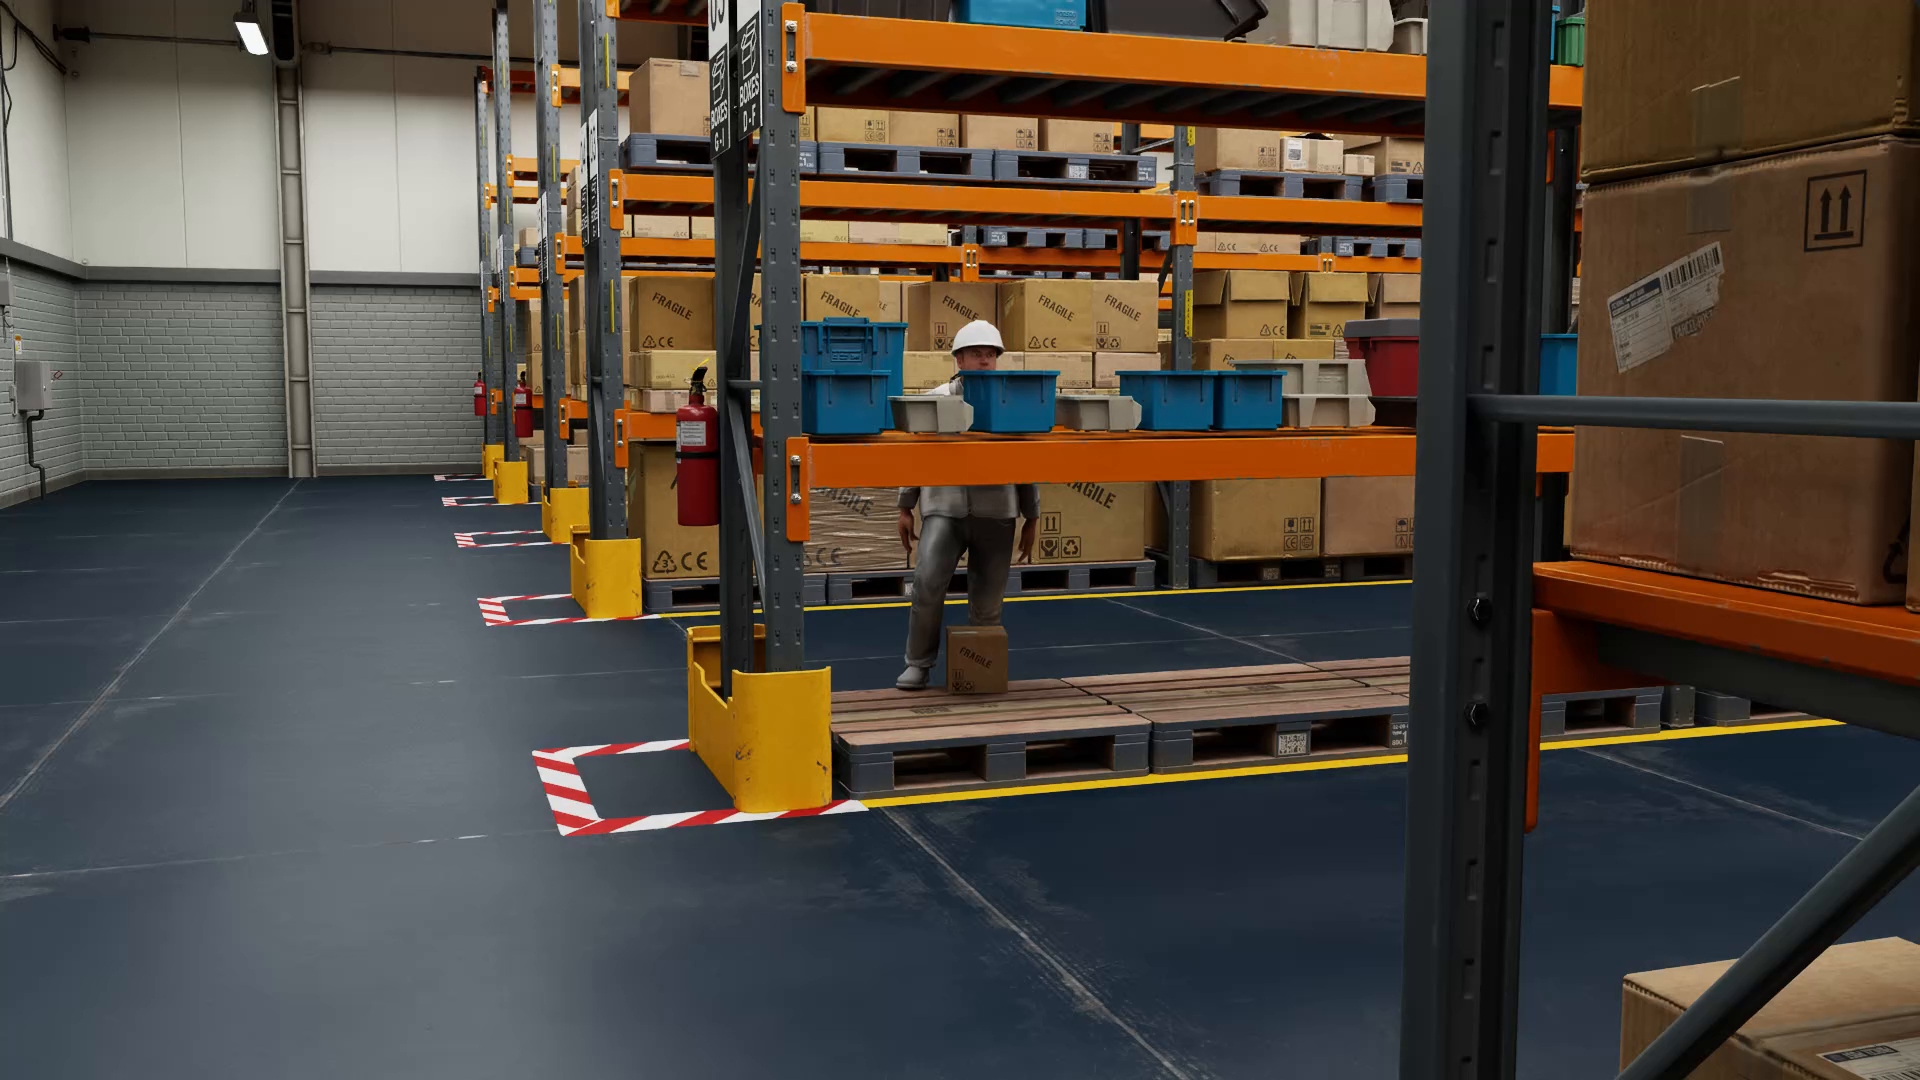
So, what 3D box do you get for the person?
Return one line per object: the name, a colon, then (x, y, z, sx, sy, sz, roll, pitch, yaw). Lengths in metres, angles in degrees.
person: (0.036, -0.065, 7.235, 0.636, 1.777, 0.611, 0, 6, -2)
